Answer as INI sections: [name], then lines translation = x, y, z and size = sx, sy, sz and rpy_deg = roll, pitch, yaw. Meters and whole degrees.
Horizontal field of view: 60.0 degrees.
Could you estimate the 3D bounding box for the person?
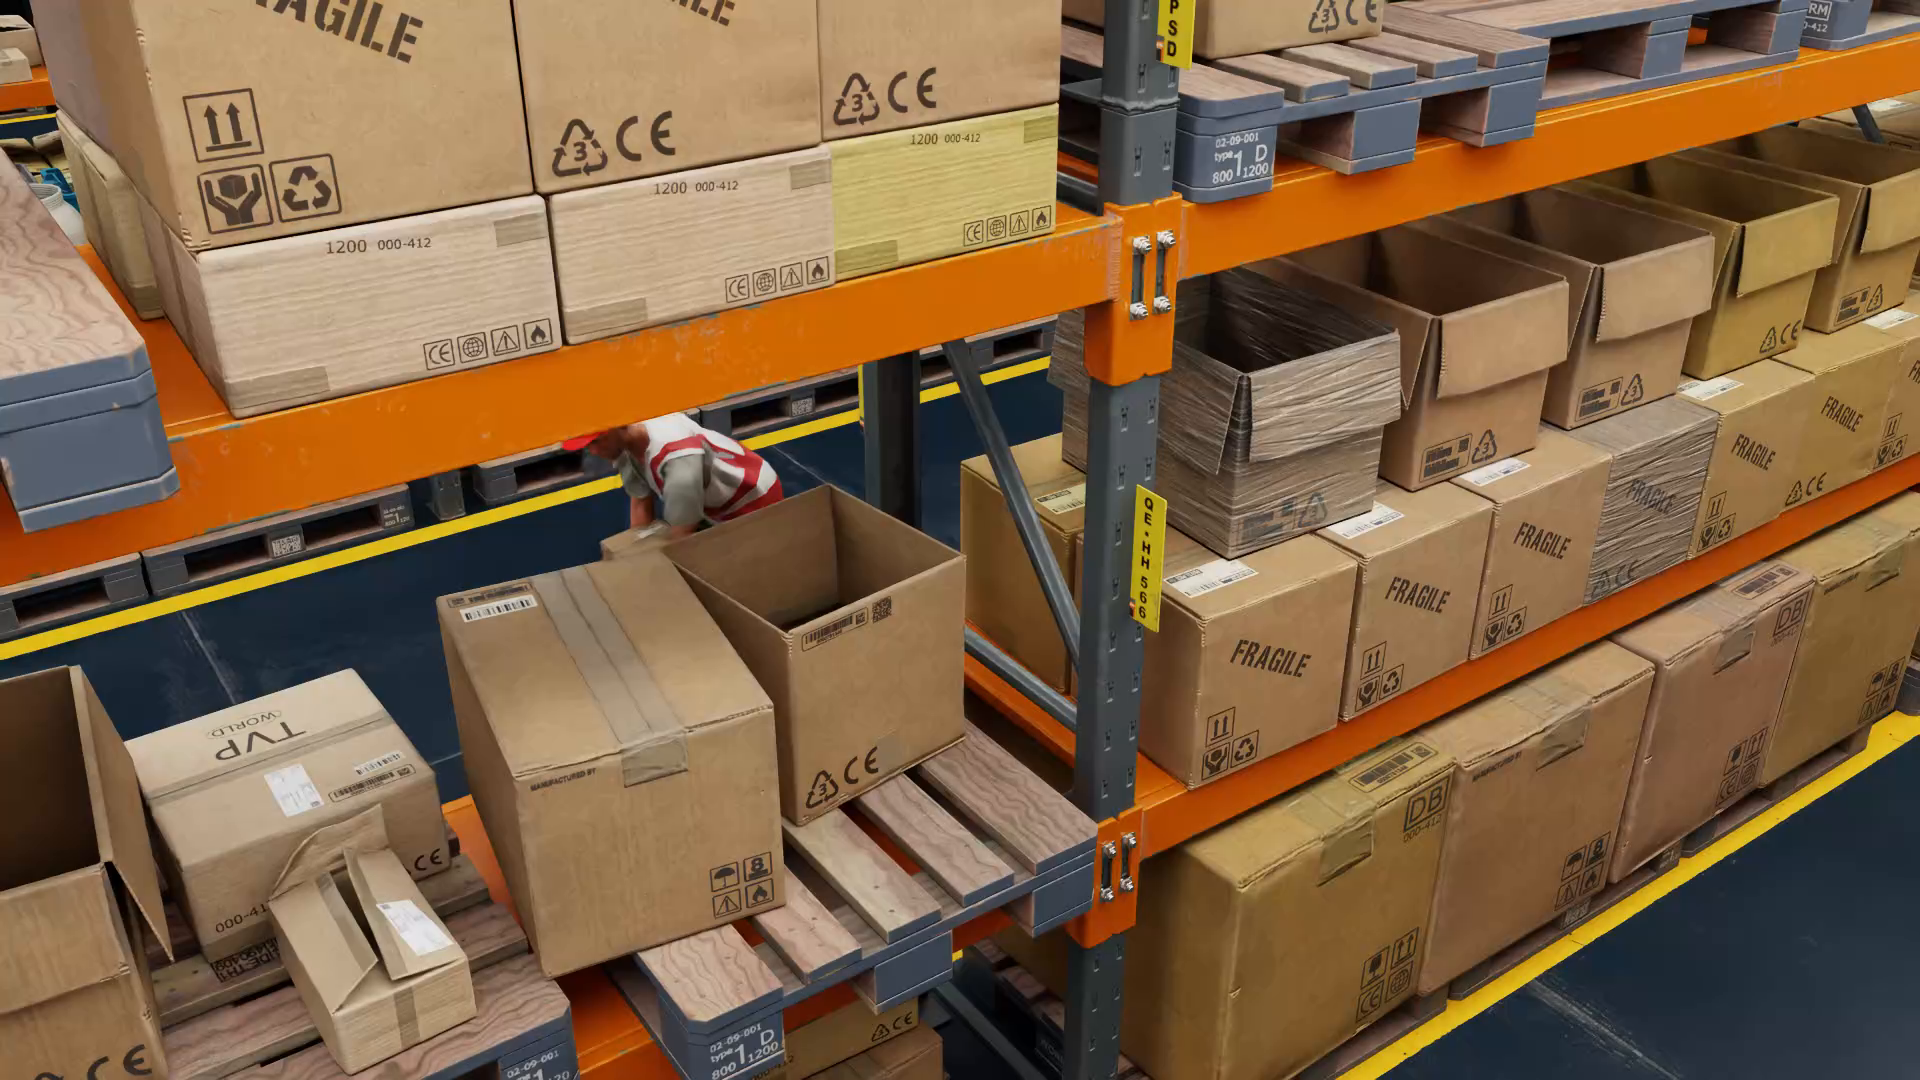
[person]
translation = -1.053, 0.057, 6.251
size = 0.819, 1.541, 0.485
rpy_deg = -19, 34, -32
